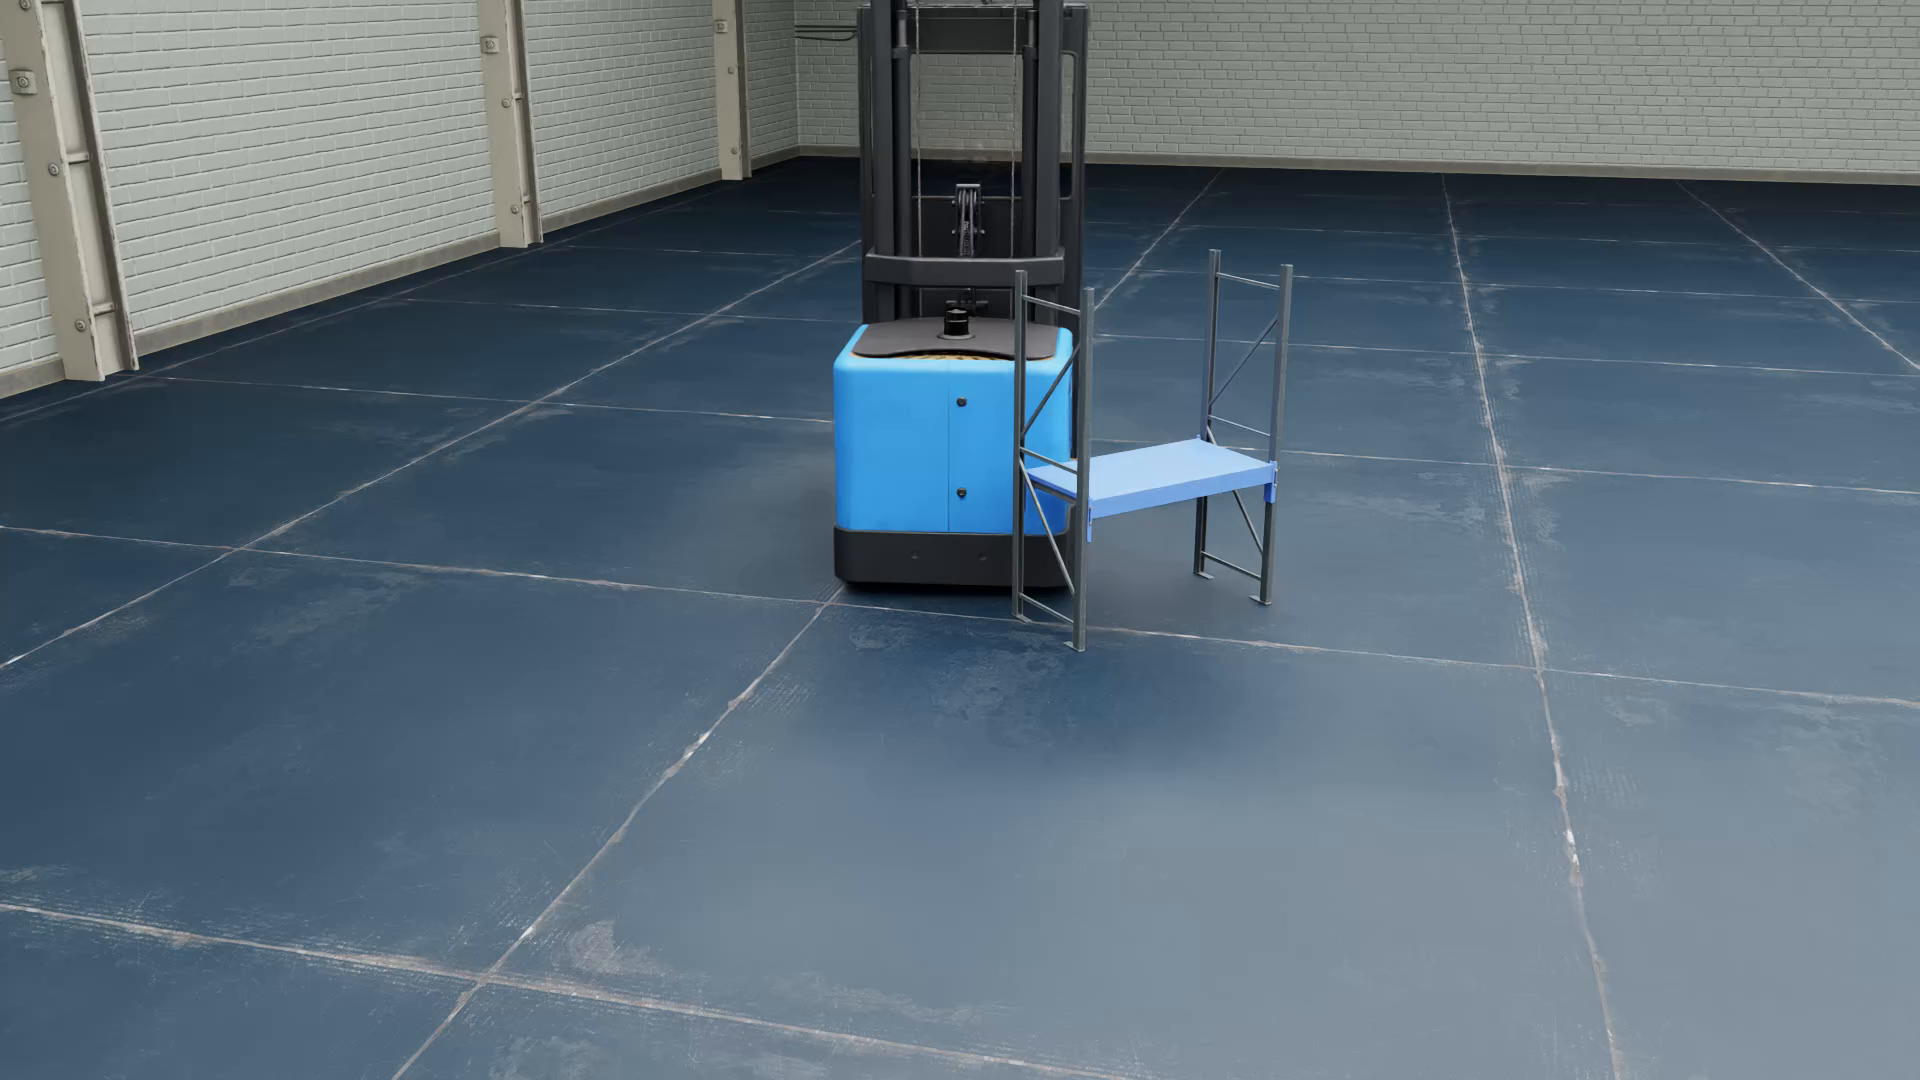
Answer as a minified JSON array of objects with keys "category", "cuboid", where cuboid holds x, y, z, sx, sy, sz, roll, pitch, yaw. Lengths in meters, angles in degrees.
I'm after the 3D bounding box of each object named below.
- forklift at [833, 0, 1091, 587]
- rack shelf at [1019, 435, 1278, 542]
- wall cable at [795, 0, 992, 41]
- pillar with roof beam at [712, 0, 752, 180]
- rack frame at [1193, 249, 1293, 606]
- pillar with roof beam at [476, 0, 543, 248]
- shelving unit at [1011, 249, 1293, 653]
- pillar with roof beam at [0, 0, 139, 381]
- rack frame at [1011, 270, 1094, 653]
[{"category":"forklift","cuboid":[0.082,-1.609,8.362,1.130,2.935,3.031,2,19,5]},{"category":"rack shelf","cuboid":[0.800,-0.233,7.107,1.000,0.185,0.538,-11,22,-30]},{"category":"wall cable","cuboid":[-1.044,-8.527,24.035,3.097,2.526,0.112,5,19,13]},{"category":"pillar with roof beam","cuboid":[1.128,-8.838,20.141,9.100,9.000,0.400,5,19,13]},{"category":"rack frame","cuboid":[1.231,-0.491,7.304,0.032,1.500,0.500,-11,22,-30]},{"category":"pillar with roof beam","cuboid":[-0.338,-6.957,14.635,9.100,9.000,0.400,5,19,13]},{"category":"shelving unit","cuboid":[0.800,-0.404,7.049,1.048,1.500,0.538,-11,22,-30]},{"category":"pillar with roof beam","cuboid":[-1.804,-5.077,9.129,9.100,9.000,0.400,5,19,13]},{"category":"rack frame","cuboid":[0.369,-0.316,6.794,0.032,1.500,0.500,-11,22,-30]}]
